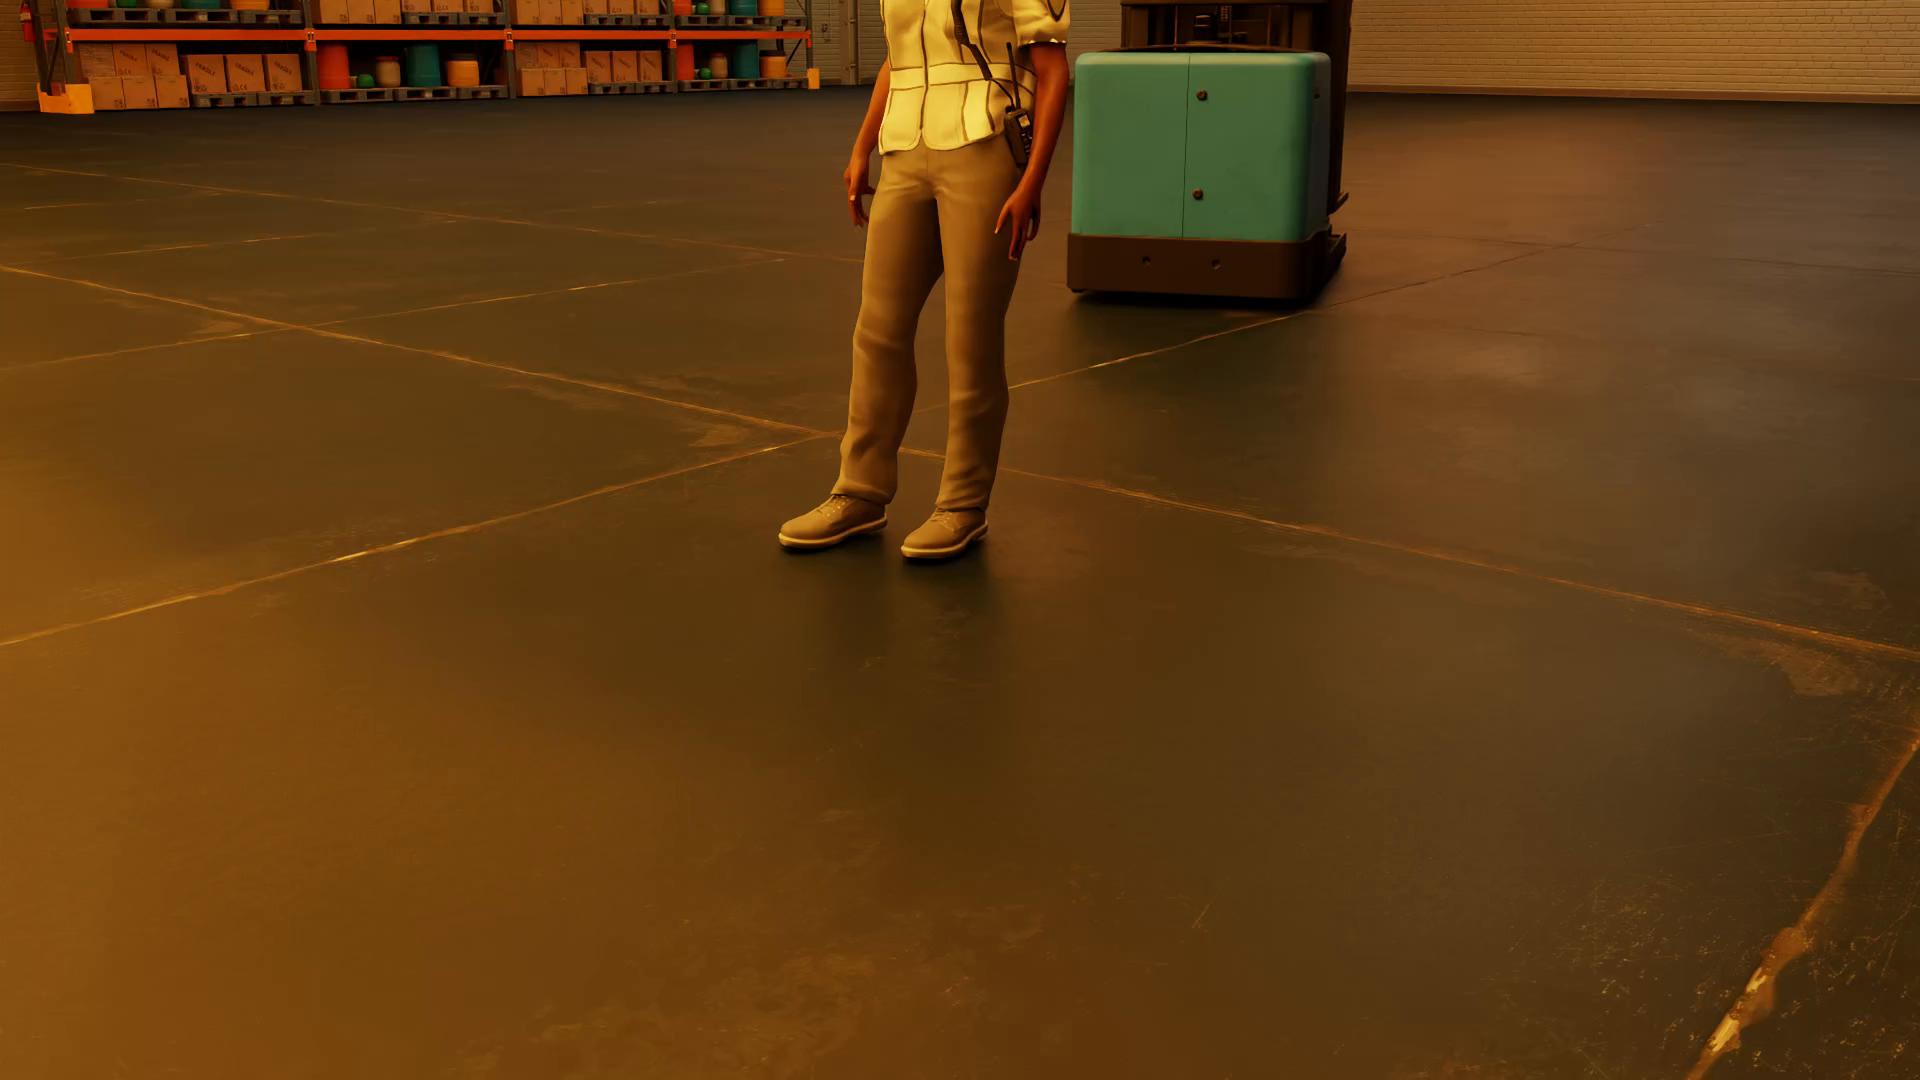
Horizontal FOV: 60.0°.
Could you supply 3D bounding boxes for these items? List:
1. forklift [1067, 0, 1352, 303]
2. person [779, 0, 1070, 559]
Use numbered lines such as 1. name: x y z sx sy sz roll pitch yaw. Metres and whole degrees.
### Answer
1. forklift: 1.395 -2.818 8.177 1.130 2.935 3.031 5 18 16
2. person: -0.063 -0.803 3.651 0.569 1.692 0.530 13 21 37
